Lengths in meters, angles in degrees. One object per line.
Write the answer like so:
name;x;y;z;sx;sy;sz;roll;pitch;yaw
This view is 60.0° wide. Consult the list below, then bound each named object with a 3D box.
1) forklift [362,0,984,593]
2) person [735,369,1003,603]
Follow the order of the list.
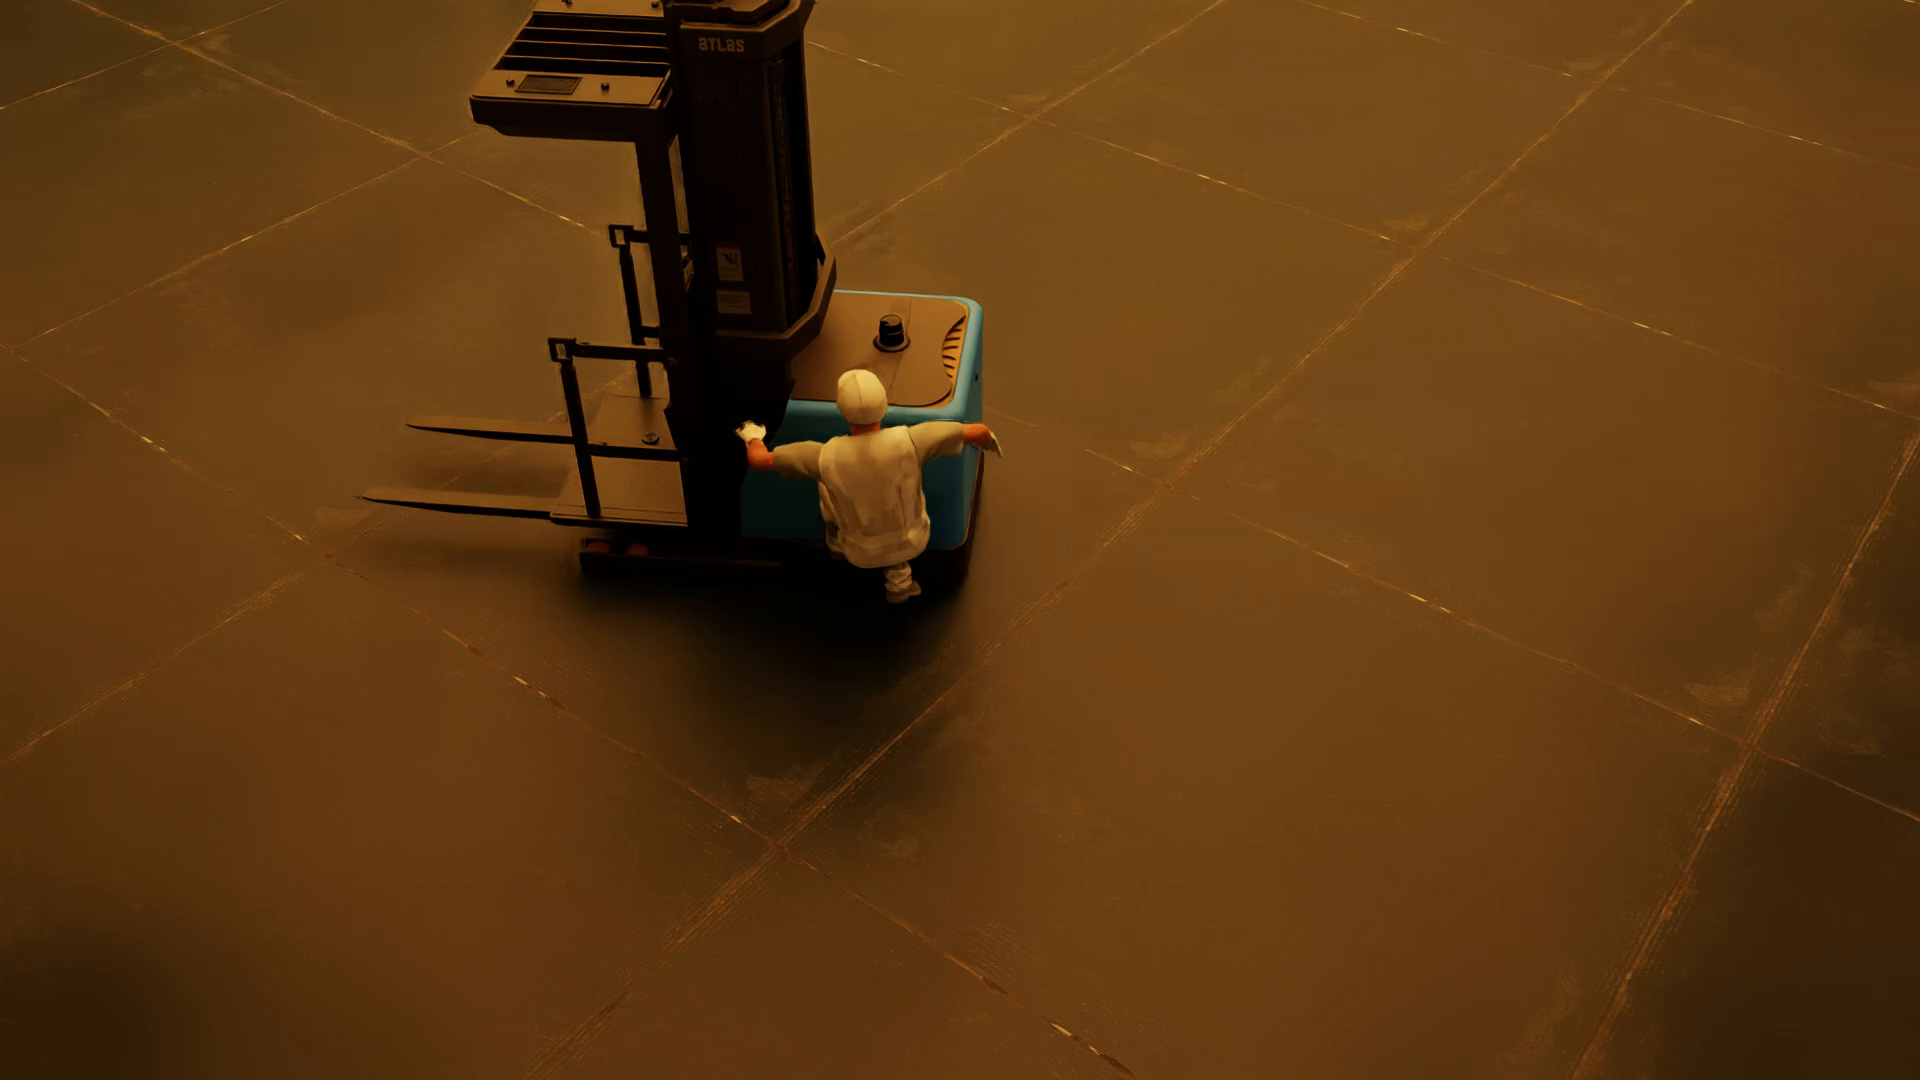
forklift;-1.426;-1.268;7.561;3.031;2.935;1.130;4;41;5
person;-0.386;-0.255;7.388;1.136;1.499;0.860;-9;41;-11
